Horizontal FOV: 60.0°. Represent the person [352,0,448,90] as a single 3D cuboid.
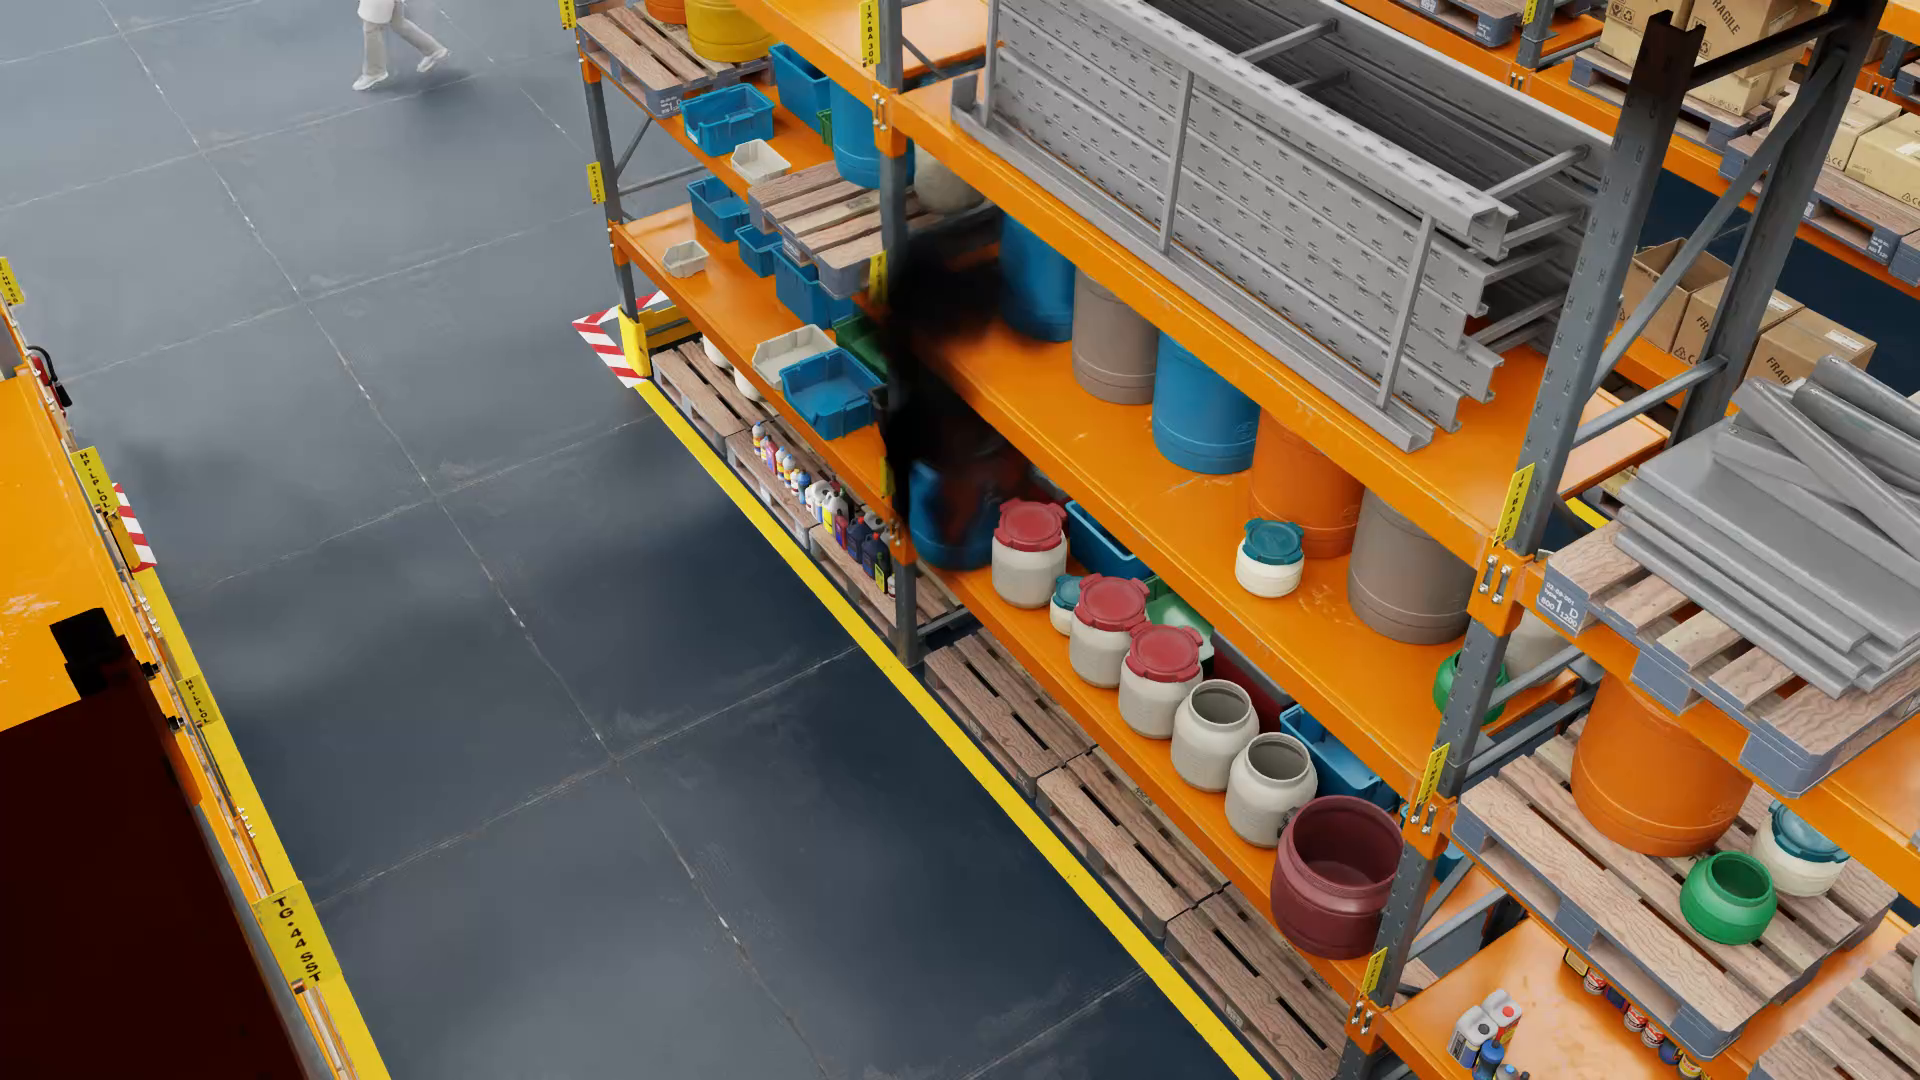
[{"bbox_3d":[-5.628,-5.322,16.190,0.981,1.804,0.698,-10,43,-10],"label":"person"}]
